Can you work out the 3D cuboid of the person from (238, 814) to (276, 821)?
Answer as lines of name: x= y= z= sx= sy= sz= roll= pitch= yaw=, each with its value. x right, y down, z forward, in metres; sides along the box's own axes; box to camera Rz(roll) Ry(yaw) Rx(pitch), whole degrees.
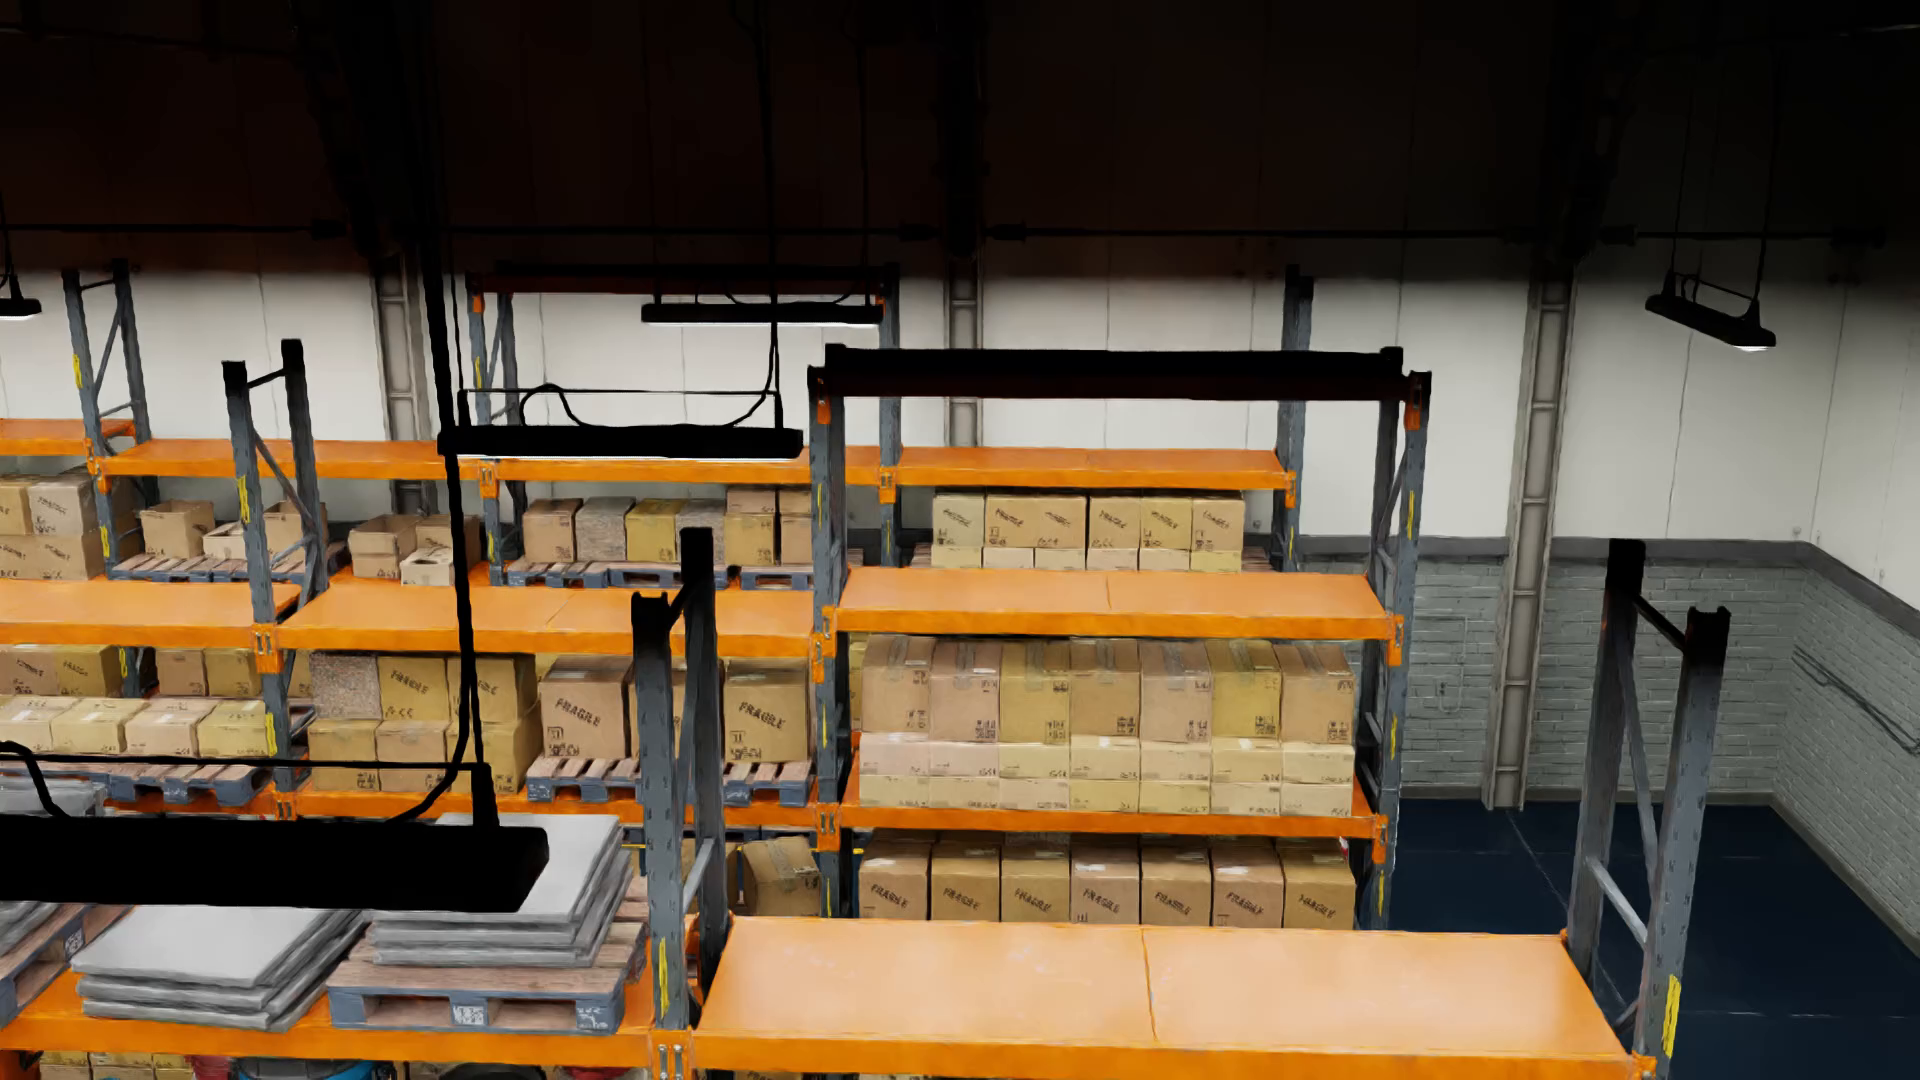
person: x=-6.462 y=2.930 z=15.407 sx=1.044 sy=1.736 sz=0.567 roll=1 pitch=16 yaw=2
